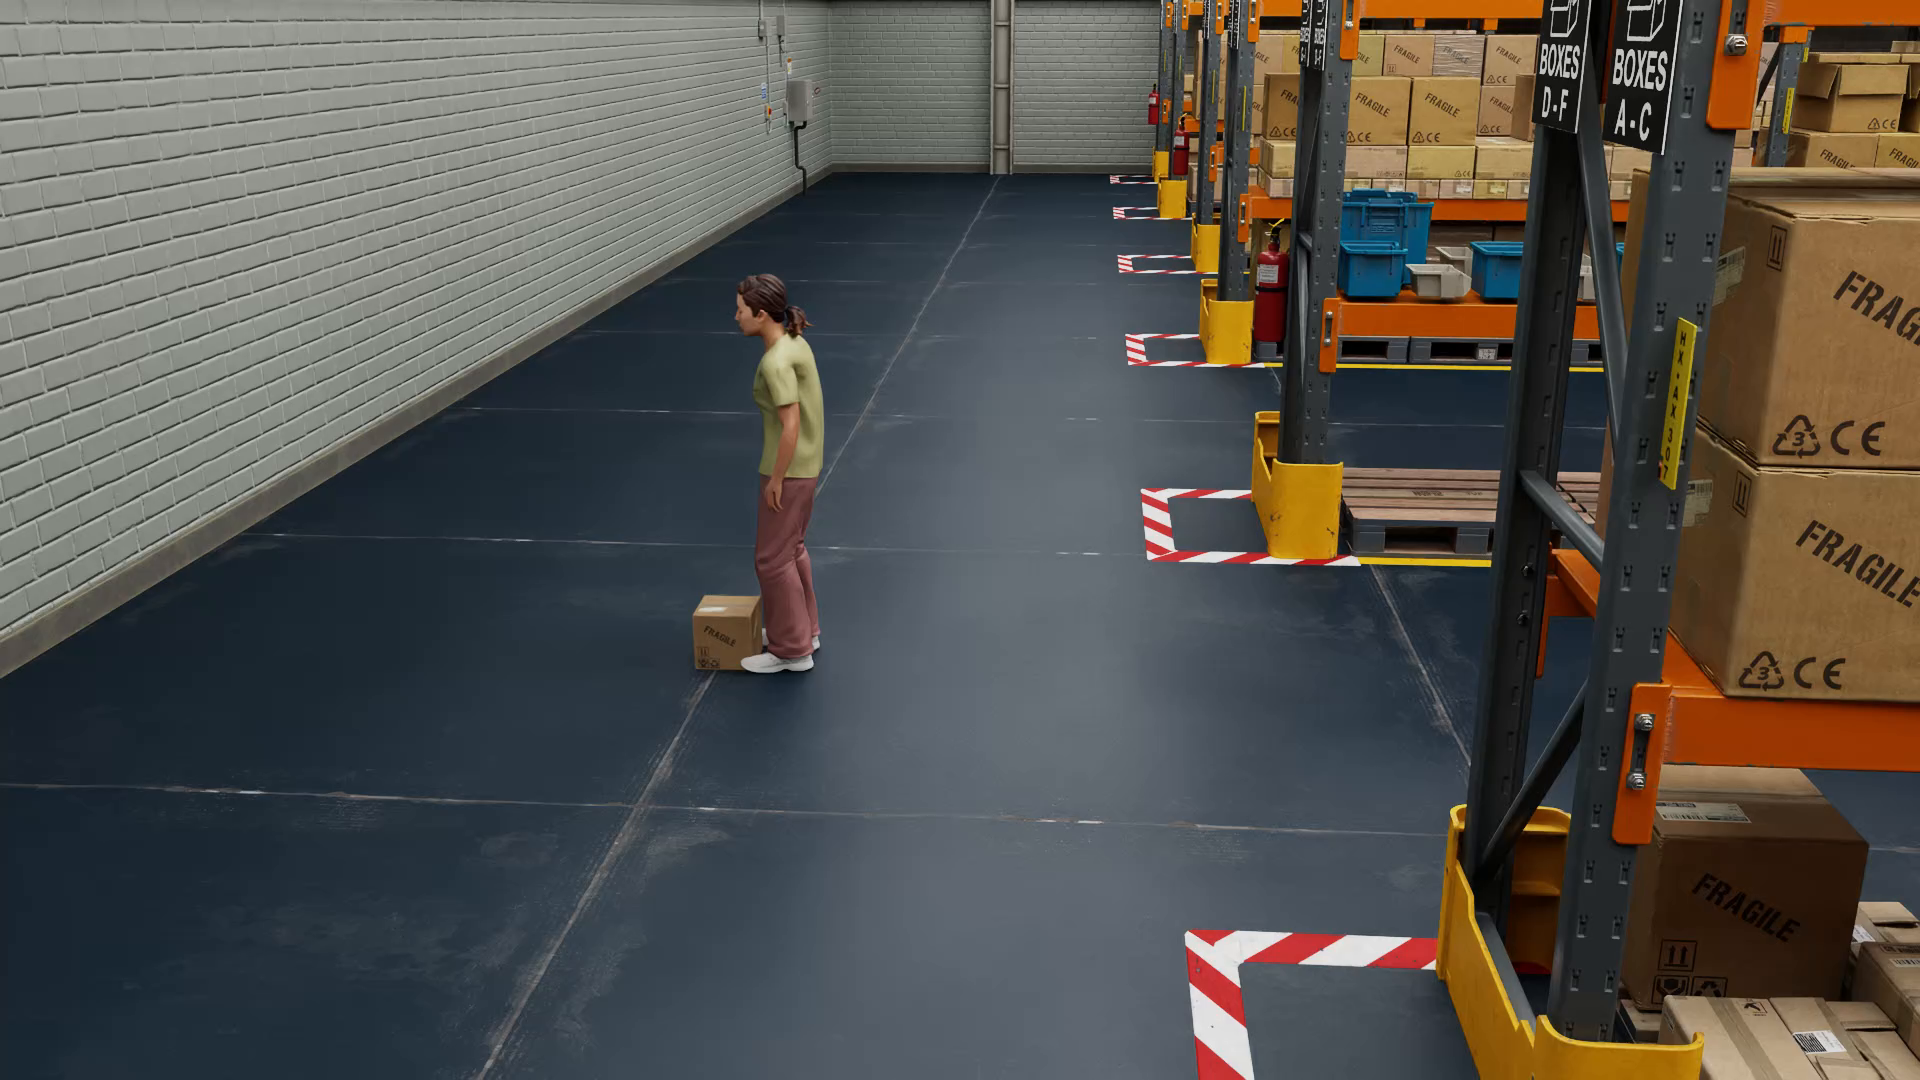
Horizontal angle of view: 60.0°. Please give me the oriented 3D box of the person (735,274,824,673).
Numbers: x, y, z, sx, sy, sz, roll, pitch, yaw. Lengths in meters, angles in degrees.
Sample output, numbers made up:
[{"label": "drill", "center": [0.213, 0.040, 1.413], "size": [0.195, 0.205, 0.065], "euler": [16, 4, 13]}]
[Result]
[{"label": "person", "center": [-0.746, -0.276, 6.926], "size": [0.363, 1.672, 0.498], "euler": [1, 18, 2]}]
